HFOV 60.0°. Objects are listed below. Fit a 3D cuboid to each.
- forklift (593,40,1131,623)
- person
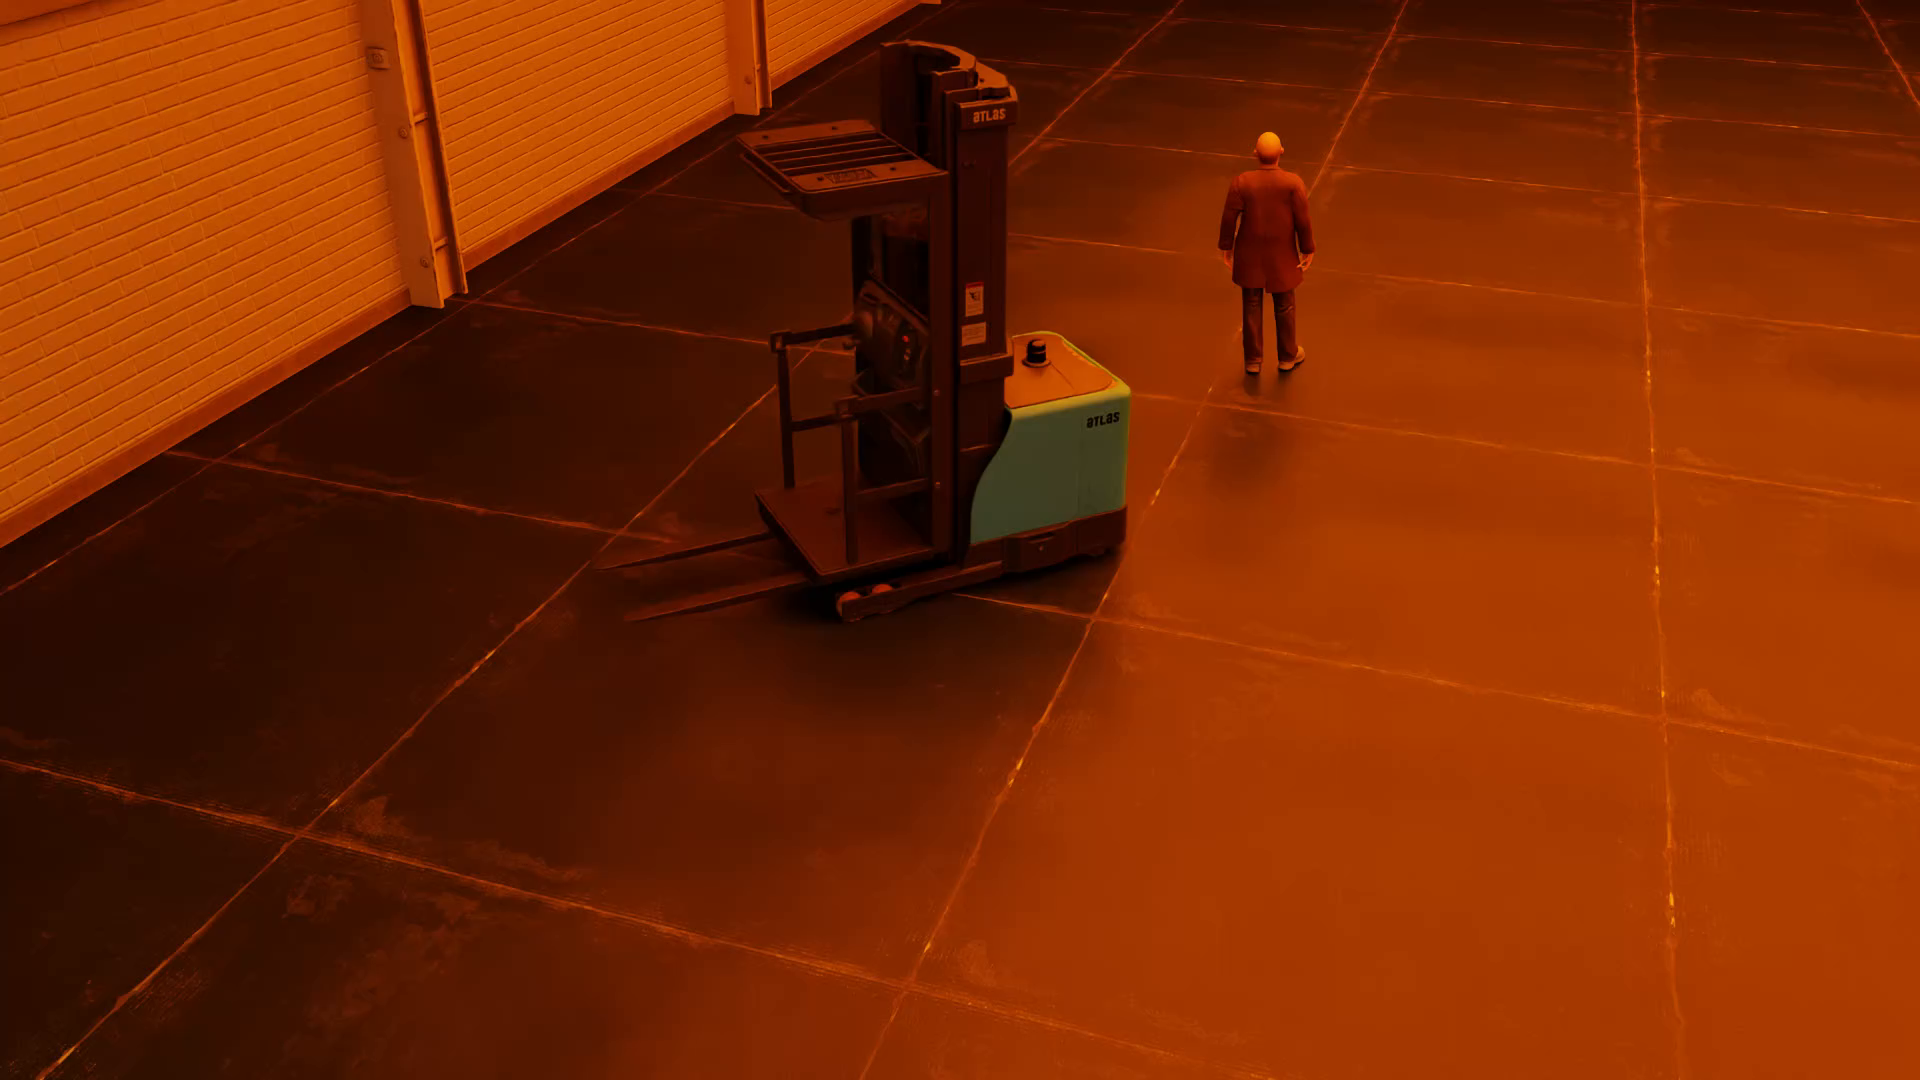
[{"bbox_3d":[-0.566,-1.113,9.089,3.031,2.935,1.130,-13,32,-22],"label":"forklift"},{"bbox_3d":[2.209,-2.082,11.939,0.698,1.777,0.580,9,31,16],"label":"person"}]
